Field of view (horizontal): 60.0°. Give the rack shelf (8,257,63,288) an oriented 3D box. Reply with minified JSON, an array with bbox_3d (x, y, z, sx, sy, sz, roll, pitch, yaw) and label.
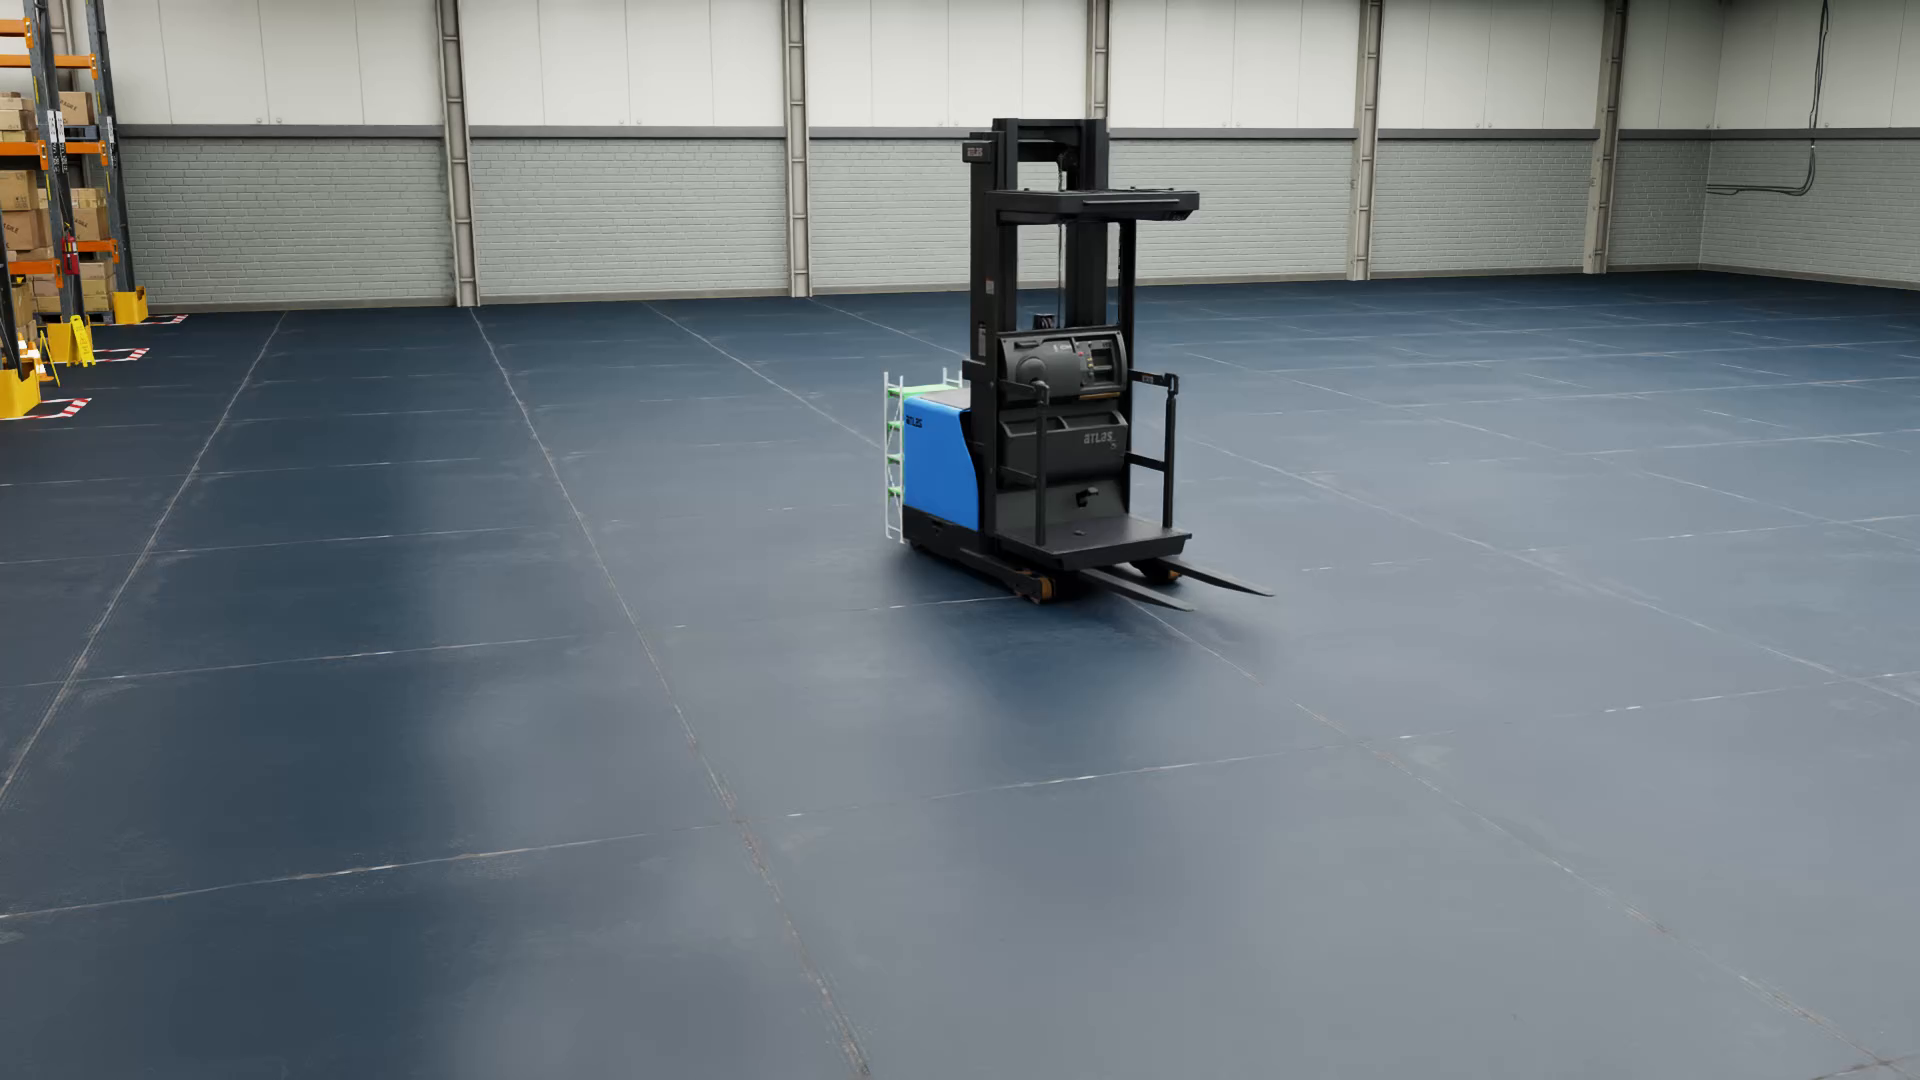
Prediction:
[{"bbox_3d":[-13.741,-3.430,21.474,4.000,0.370,1.077,-4,14,-18],"label":"rack shelf"}]

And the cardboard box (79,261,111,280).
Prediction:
[{"bbox_3d":[-13.769,-4.267,26.310,0.500,0.250,0.500,-4,14,-16],"label":"cardboard box"}]

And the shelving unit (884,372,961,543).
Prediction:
[{"bbox_3d":[-0.265,-0.613,11.966,0.492,1.200,0.258,-8,16,-31],"label":"shelving unit"}]

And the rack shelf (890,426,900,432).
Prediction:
[{"bbox_3d":[-0.260,-0.813,11.922,0.442,0.029,0.199,-8,16,-31],"label":"rack shelf"}]

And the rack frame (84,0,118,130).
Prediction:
[{"bbox_3d":[-13.432,-7.935,25.892,0.127,3.000,1.000,-4,14,-18],"label":"rack frame"}]

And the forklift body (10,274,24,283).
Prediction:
[{"bbox_3d":[-14.648,-4.063,24.414,1.214,2.155,2.313,-4,14,-18],"label":"forklift body"}]

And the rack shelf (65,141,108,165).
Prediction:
[{"bbox_3d":[-15.328,-5.978,25.702,4.000,0.370,1.077,-4,14,-18],"label":"rack shelf"}]

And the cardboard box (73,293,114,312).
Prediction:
[{"bbox_3d":[-13.777,-3.779,26.419,0.500,0.250,0.500,-4,14,-18],"label":"cardboard box"}]

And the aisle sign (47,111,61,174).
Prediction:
[{"bbox_3d":[-11.695,-5.133,21.462,0.004,0.787,0.394,-4,14,-18],"label":"aisle sign"}]

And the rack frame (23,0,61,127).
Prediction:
[{"bbox_3d":[-11.846,-6.846,21.317,0.127,3.000,1.000,-4,14,-18],"label":"rack frame"}]

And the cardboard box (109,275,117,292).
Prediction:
[{"bbox_3d":[-13.944,-4.137,26.844,0.500,0.250,0.500,-4,14,-17],"label":"cardboard box"}]

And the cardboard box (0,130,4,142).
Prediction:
[{"bbox_3d":[-12.320,-5.151,21.217,0.250,0.149,0.380,-4,14,-18],"label":"cardboard box"}]

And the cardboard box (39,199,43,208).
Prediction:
[{"bbox_3d":[-14.408,-5.246,25.937,0.250,0.149,0.380,-5,14,-18],"label":"cardboard box"}]

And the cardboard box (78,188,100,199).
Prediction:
[{"bbox_3d":[-13.705,-5.452,26.160,0.250,0.149,0.380,-4,14,-18],"label":"cardboard box"}]

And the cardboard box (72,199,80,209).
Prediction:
[{"bbox_3d":[-13.904,-5.268,26.027,0.250,0.149,0.380,-4,14,-17],"label":"cardboard box"}]

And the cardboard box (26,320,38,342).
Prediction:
[{"bbox_3d":[-12.699,-2.795,22.285,0.500,0.250,0.500,-5,14,-19],"label":"cardboard box"}]

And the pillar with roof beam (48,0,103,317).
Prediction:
[{"bbox_3d":[-17.738,-6.442,19.617,11.283,9.000,11.773,-4,14,-18],"label":"pillar with roof beam"}]

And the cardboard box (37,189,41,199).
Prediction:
[{"bbox_3d":[-14.428,-5.400,25.940,0.250,0.149,0.380,-4,14,-18],"label":"cardboard box"}]

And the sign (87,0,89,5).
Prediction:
[{"bbox_3d":[-13.273,-8.307,25.270,0.005,0.325,0.100,-4,14,-18],"label":"sign"}]

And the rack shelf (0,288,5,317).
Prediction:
[{"bbox_3d":[-12.067,-2.352,16.941,4.000,0.370,1.077,-4,14,-18],"label":"rack shelf"}]

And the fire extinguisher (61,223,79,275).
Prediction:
[{"bbox_3d":[-11.590,-3.797,21.630,0.183,0.674,0.296,-4,14,-18],"label":"fire extinguisher"}]

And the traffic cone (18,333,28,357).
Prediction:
[{"bbox_3d":[-11.842,-2.379,20.982,0.334,0.463,0.336,-4,14,-18],"label":"traffic cone"}]

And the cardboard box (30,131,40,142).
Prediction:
[{"bbox_3d":[-12.264,-5.311,21.889,0.250,0.149,0.380,-4,14,-18],"label":"cardboard box"}]

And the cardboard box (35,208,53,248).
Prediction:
[{"bbox_3d":[-12.383,-4.147,22.074,0.500,0.500,0.500,-5,14,-19],"label":"cardboard box"}]

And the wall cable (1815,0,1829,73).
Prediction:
[{"bbox_3d":[18.130,-10.575,32.791,0.112,2.526,3.097,-4,14,-18],"label":"wall cable"}]

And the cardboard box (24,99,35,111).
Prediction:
[{"bbox_3d":[-12.248,-5.671,21.678,0.250,0.149,0.380,-5,14,-18],"label":"cardboard box"}]

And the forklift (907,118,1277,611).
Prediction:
[{"bbox_3d":[0.780,-1.153,10.494,1.121,2.935,3.031,-8,16,-30],"label":"forklift"}]

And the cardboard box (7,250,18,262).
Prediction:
[{"bbox_3d":[-12.337,-3.688,21.546,0.250,0.149,0.380,-5,14,-19],"label":"cardboard box"}]

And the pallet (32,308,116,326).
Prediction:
[{"bbox_3d":[-14.144,-3.594,26.633,1.213,0.211,1.003,-4,14,-18],"label":"pallet"}]

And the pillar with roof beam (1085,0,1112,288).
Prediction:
[{"bbox_3d":[4.053,-8.465,28.123,0.400,9.000,9.100,-4,14,-18],"label":"pillar with roof beam"}]

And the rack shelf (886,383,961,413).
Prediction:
[{"bbox_3d":[-0.260,-1.019,11.873,0.480,0.148,0.258,-8,16,-31],"label":"rack shelf"}]
